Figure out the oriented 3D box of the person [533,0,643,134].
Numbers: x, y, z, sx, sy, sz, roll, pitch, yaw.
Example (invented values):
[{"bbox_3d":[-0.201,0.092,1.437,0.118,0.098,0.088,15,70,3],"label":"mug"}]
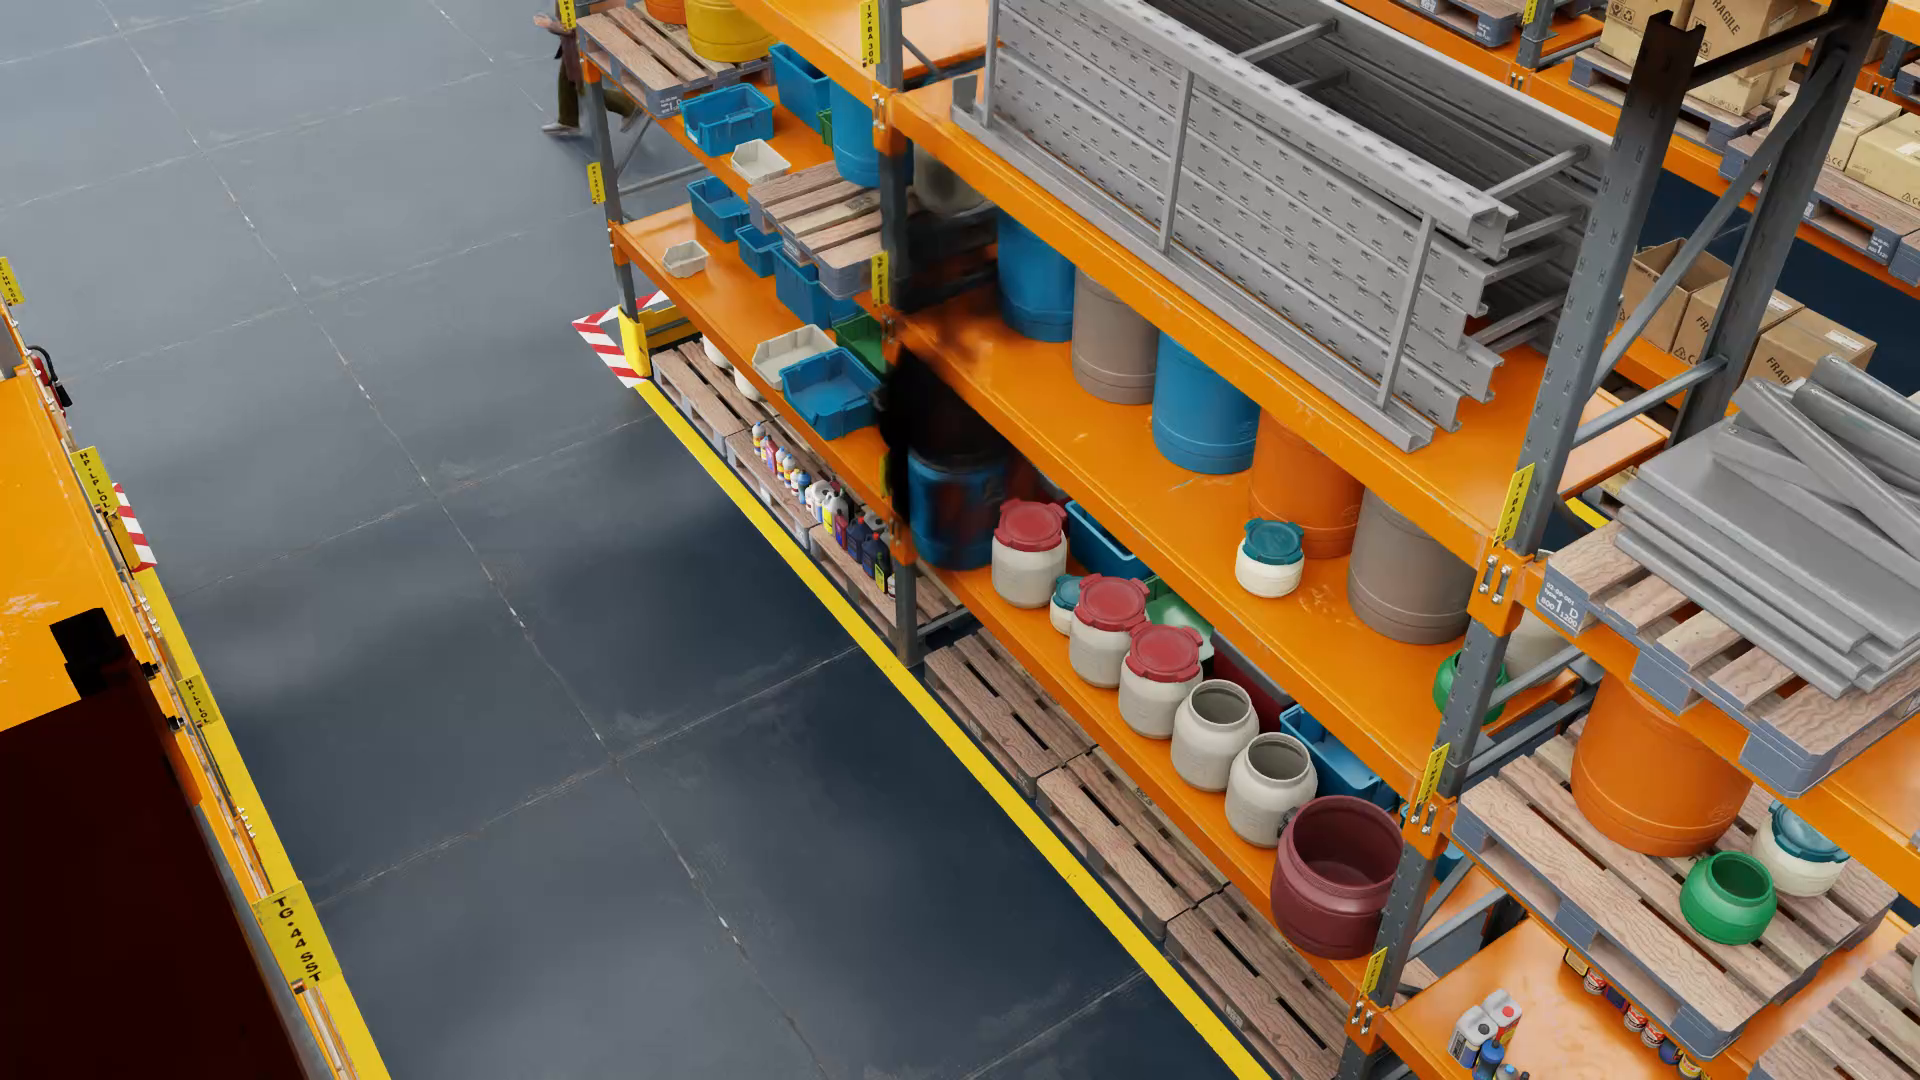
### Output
[{"bbox_3d":[-3.503,-4.526,15.423,1.027,1.665,0.715,-4,43,-5],"label":"person"}]
